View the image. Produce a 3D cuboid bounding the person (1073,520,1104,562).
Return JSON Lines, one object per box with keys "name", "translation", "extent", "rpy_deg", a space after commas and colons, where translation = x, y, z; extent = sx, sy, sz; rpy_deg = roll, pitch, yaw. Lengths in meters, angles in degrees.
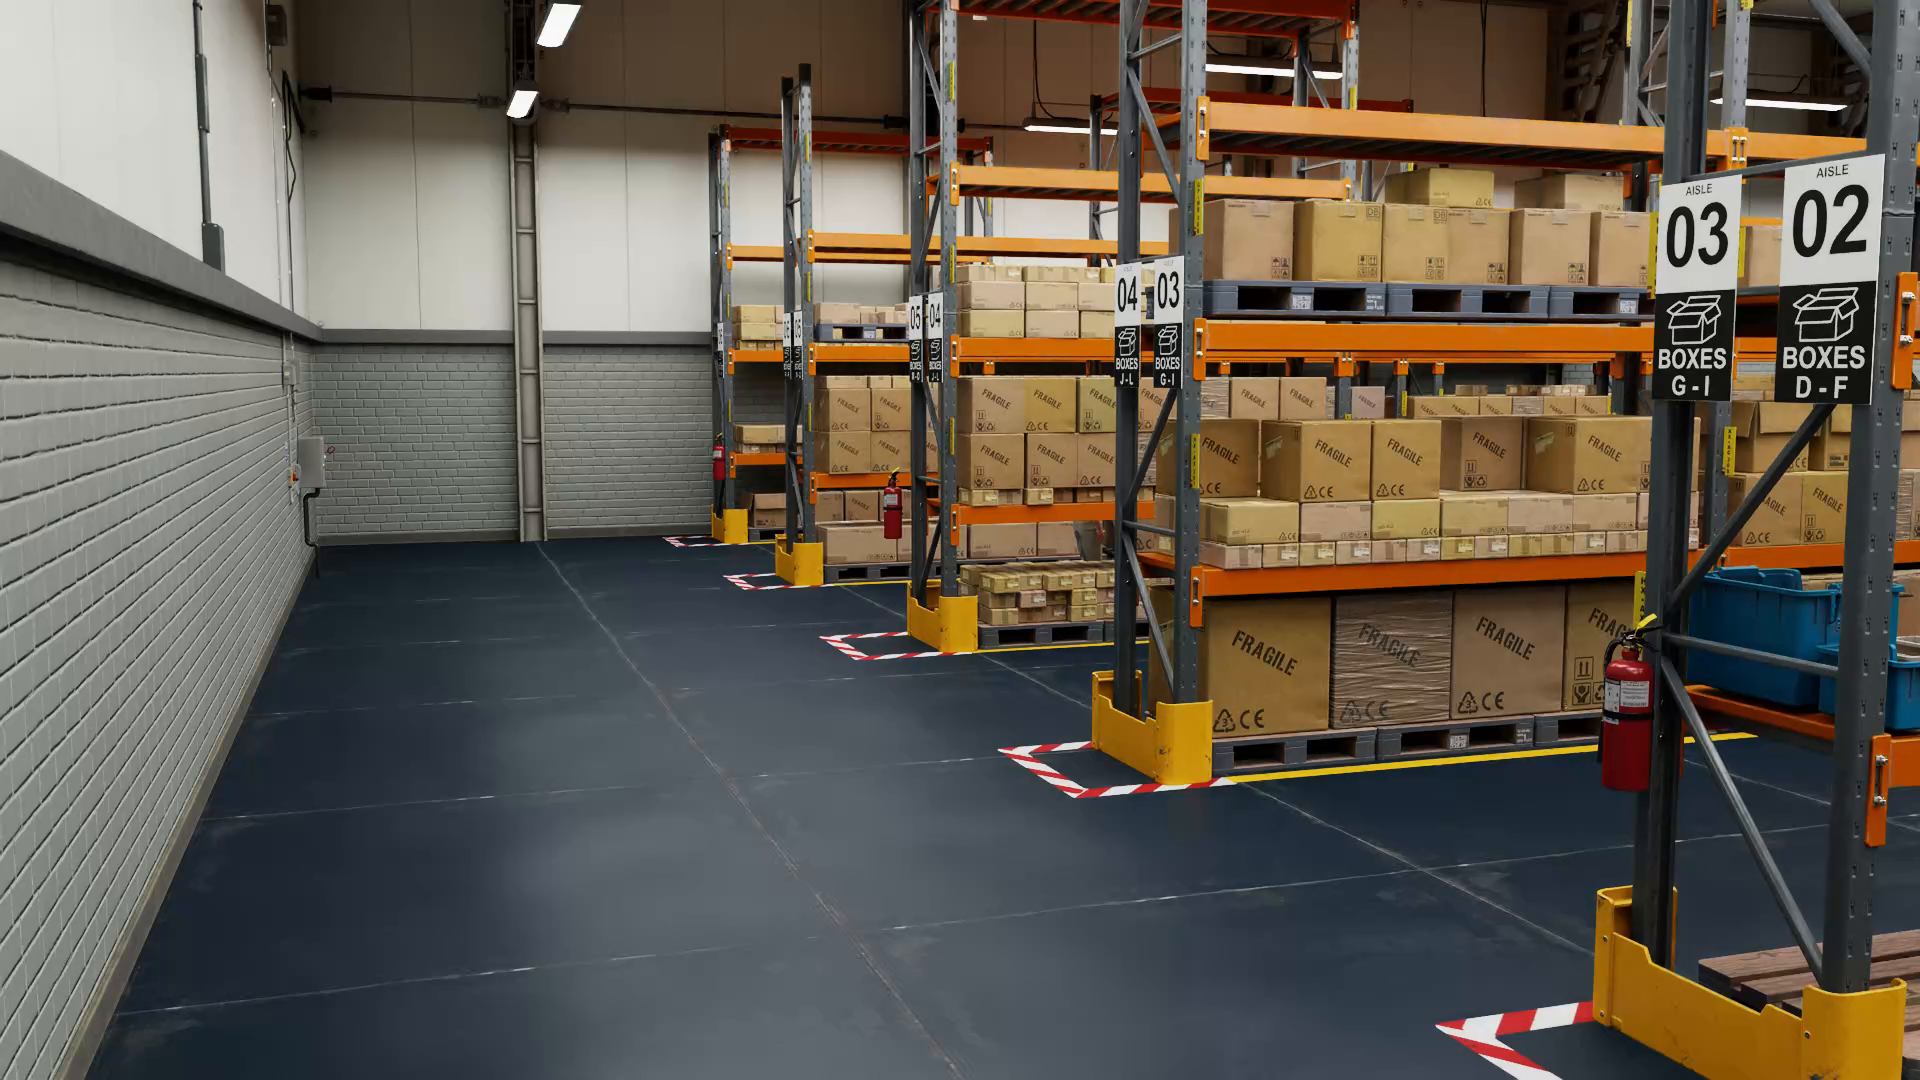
{"name": "person", "translation": [1.372, -0.095, 17.465], "extent": [0.355, 1.672, 0.514], "rpy_deg": [-2, 6, -16]}
